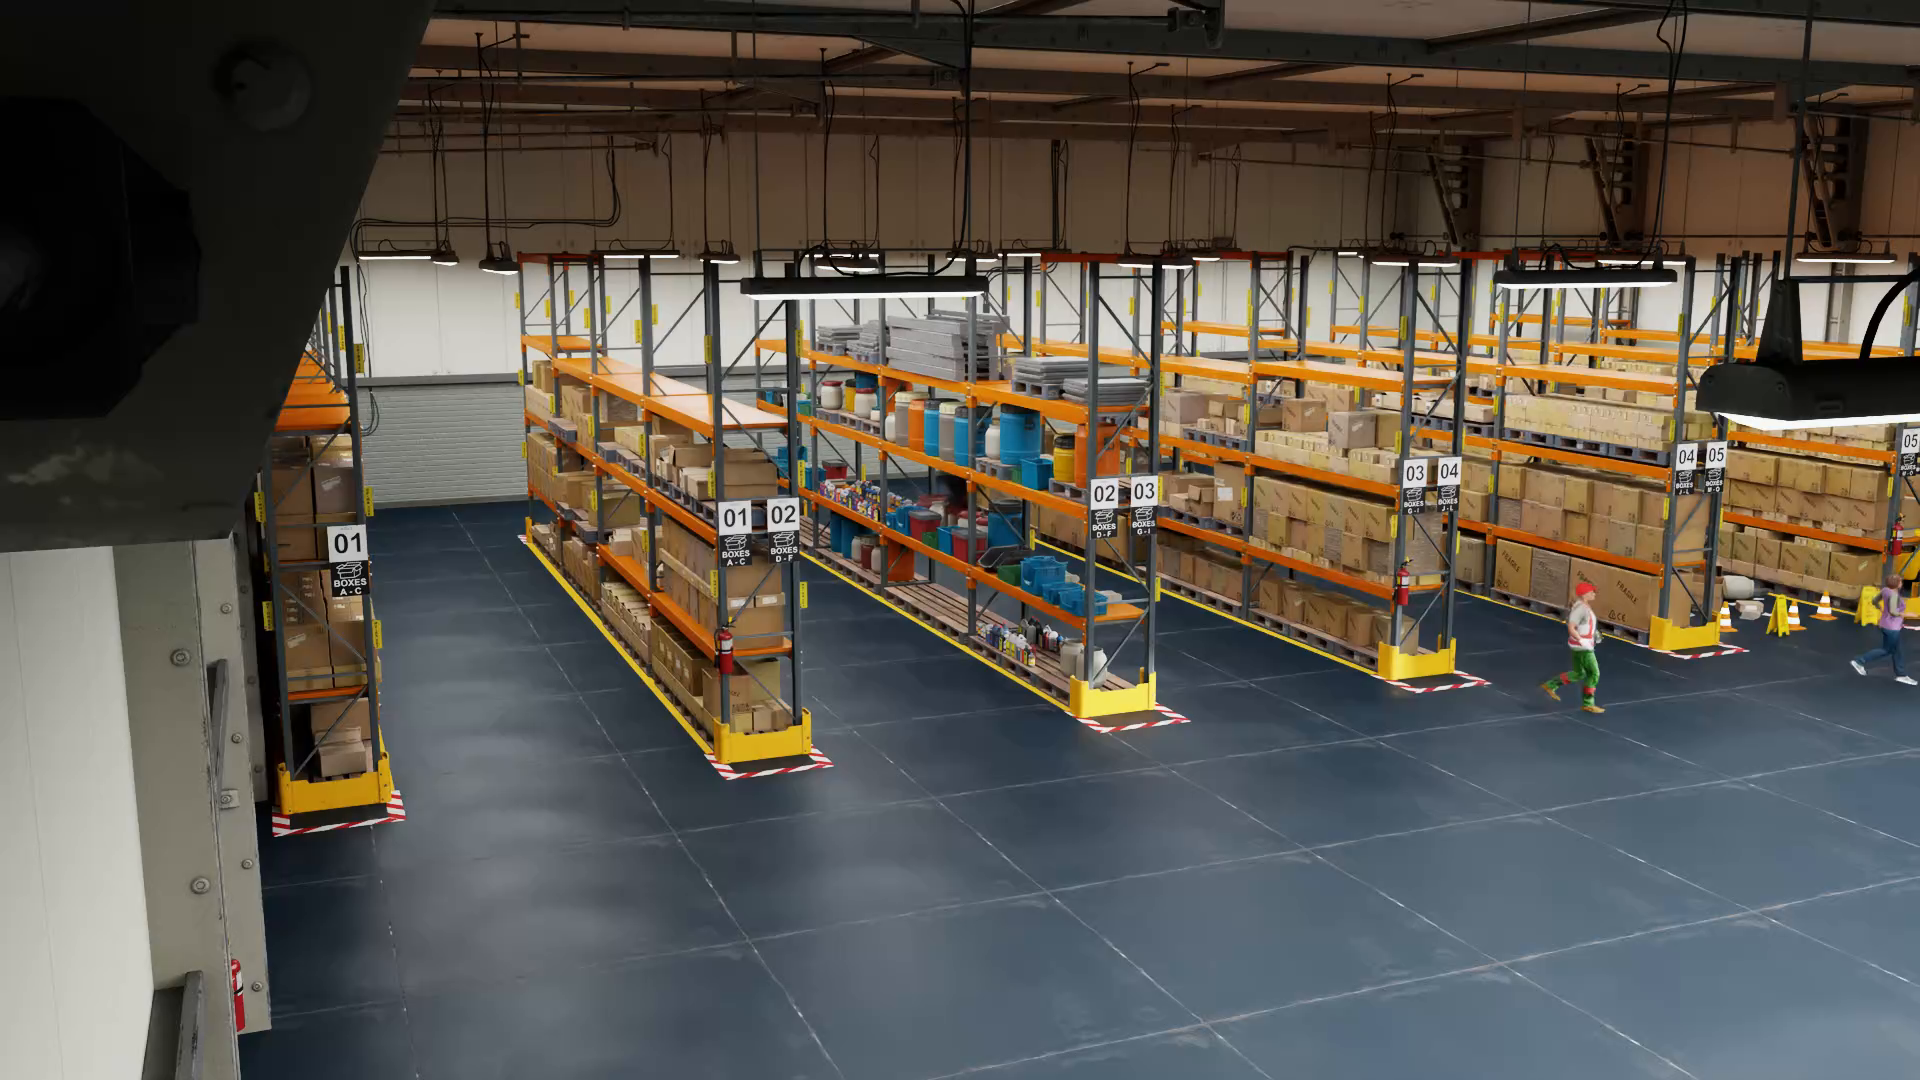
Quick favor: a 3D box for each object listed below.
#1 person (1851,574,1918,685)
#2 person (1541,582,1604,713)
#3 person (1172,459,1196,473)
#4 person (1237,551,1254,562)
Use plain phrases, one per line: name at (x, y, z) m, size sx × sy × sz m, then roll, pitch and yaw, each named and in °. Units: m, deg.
person at (13.215, 1.369, 23.659) m, size 0.847 × 1.369 × 0.538 m, roll 4°, pitch 11°, yaw 20°
person at (8.273, 1.429, 22.323) m, size 0.822 × 1.768 × 0.675 m, roll 4°, pitch 11°, yaw 19°
person at (5.577, -2.173, 42.020) m, size 0.993 × 1.747 × 0.678 m, roll -4°, pitch 11°, yaw -20°
person at (5.484, -0.283, 31.717) m, size 0.689 × 1.745 × 0.833 m, roll -4°, pitch 11°, yaw -22°
